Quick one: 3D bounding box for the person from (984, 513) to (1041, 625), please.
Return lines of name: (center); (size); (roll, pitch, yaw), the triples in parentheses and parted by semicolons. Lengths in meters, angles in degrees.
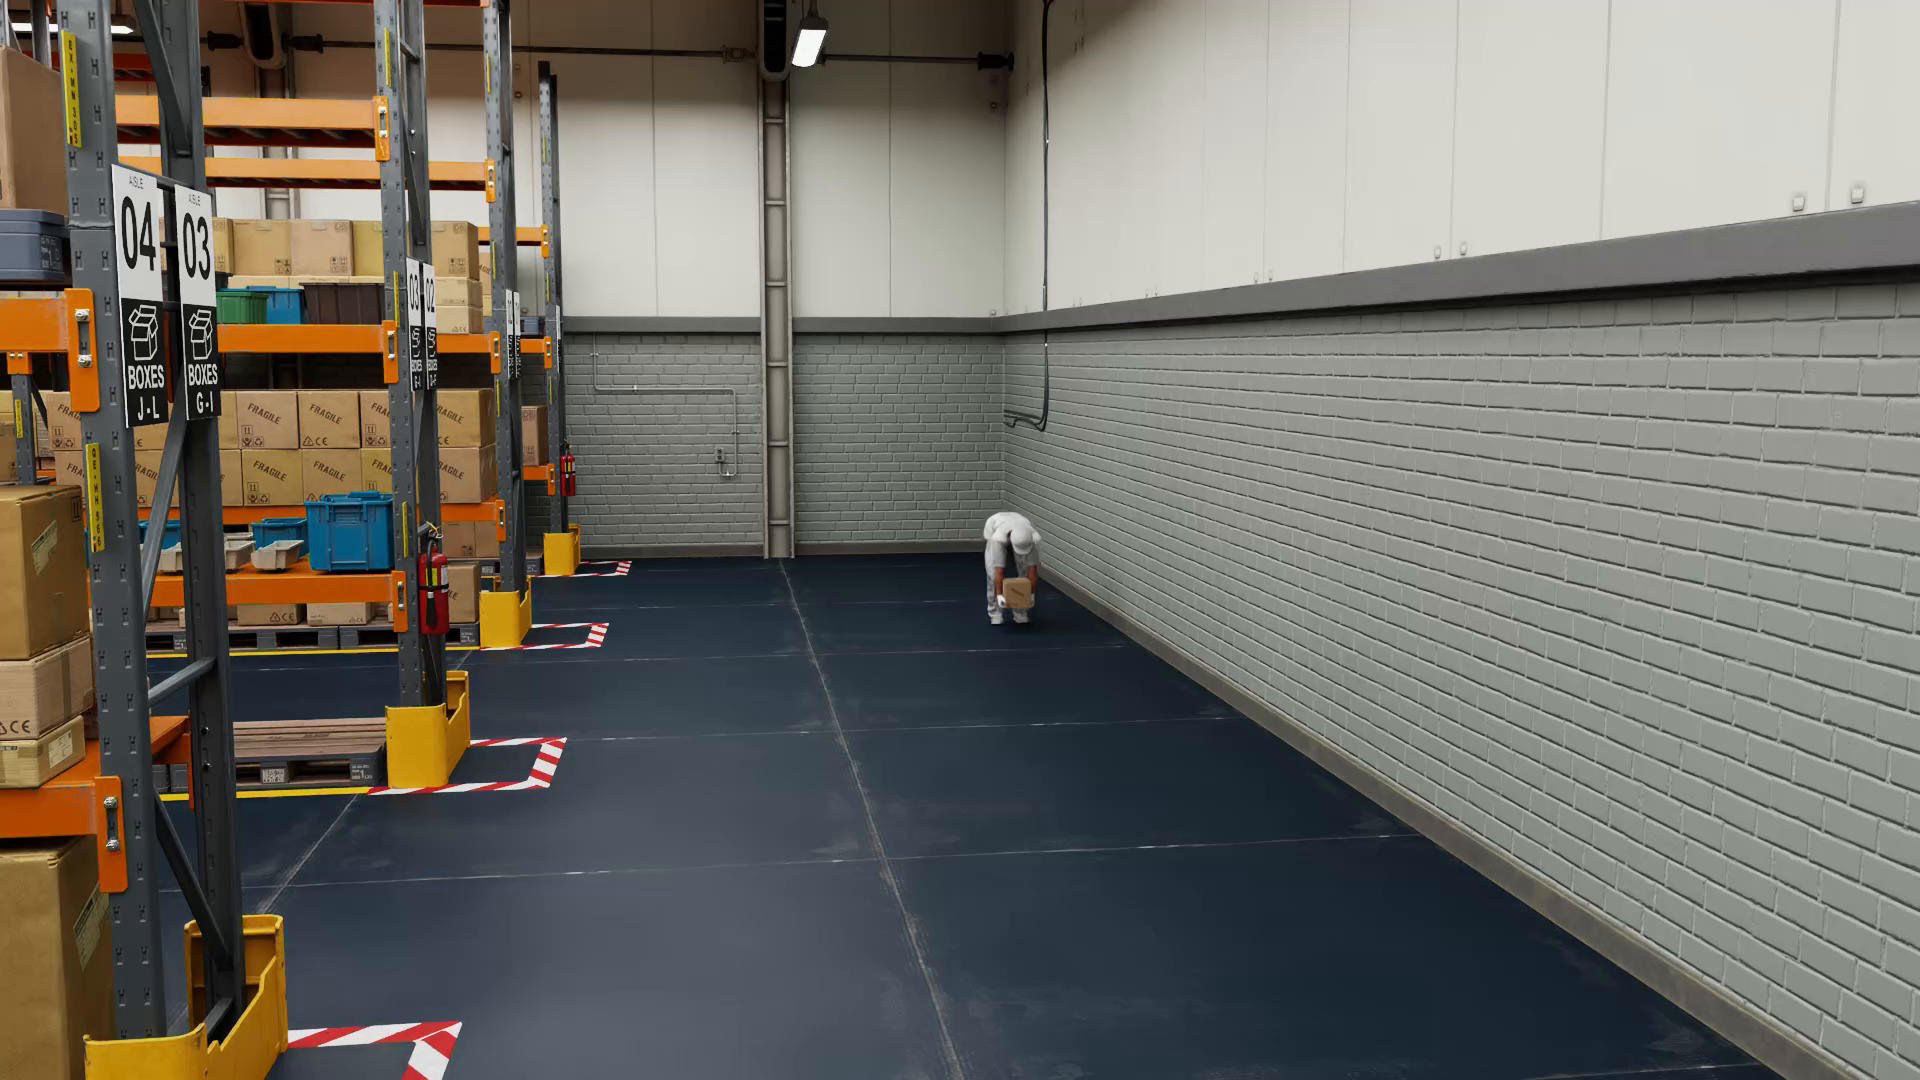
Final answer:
person: (0.518, 0.297, 16.081); (0.497, 1.084, 0.992); (-1, 7, -11)
